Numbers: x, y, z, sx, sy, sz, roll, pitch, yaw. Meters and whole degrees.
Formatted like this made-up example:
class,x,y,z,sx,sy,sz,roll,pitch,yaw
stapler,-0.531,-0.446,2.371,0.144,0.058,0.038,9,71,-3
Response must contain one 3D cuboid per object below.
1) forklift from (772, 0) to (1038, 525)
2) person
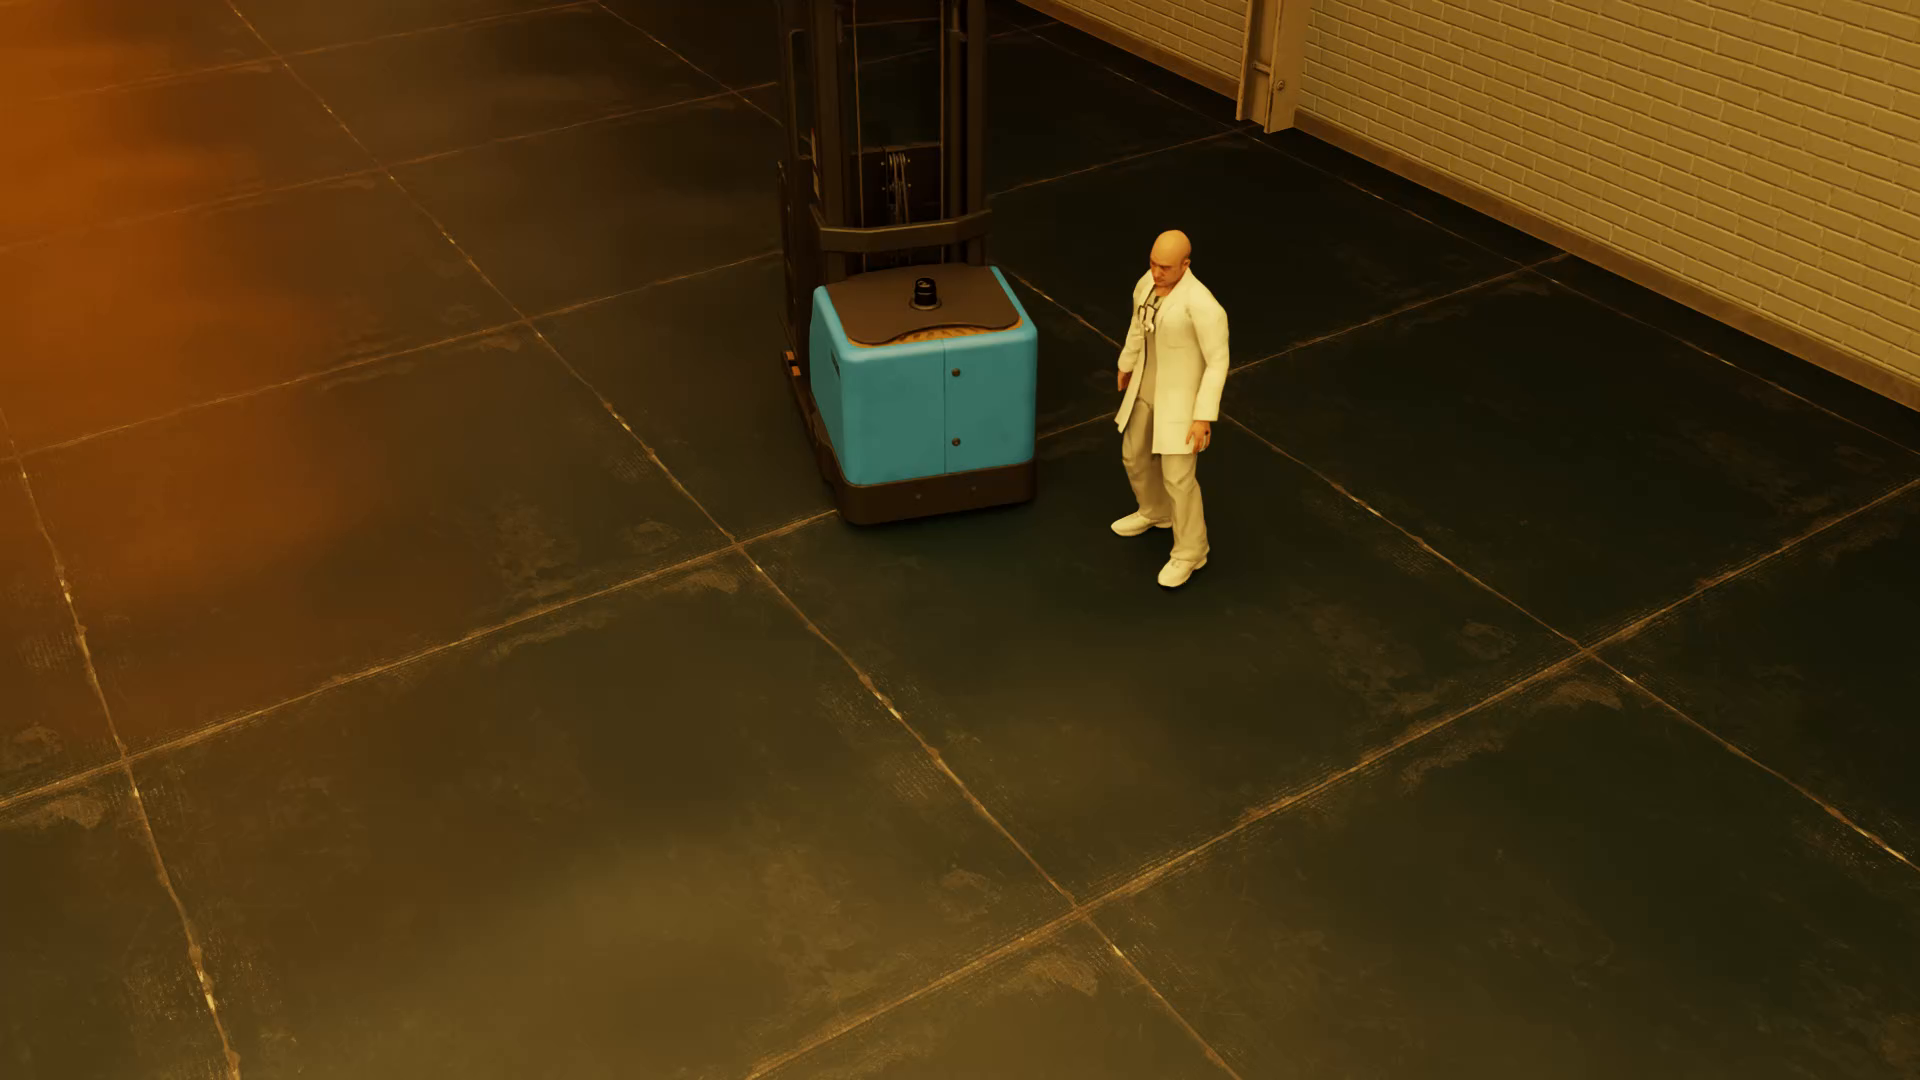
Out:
class,x,y,z,sx,sy,sz,roll,pitch,yaw
forklift,-0.460,-2.123,9.169,1.130,2.935,3.031,-9,36,-12
person,1.002,-0.707,8.181,0.459,1.753,0.817,-21,40,-27
